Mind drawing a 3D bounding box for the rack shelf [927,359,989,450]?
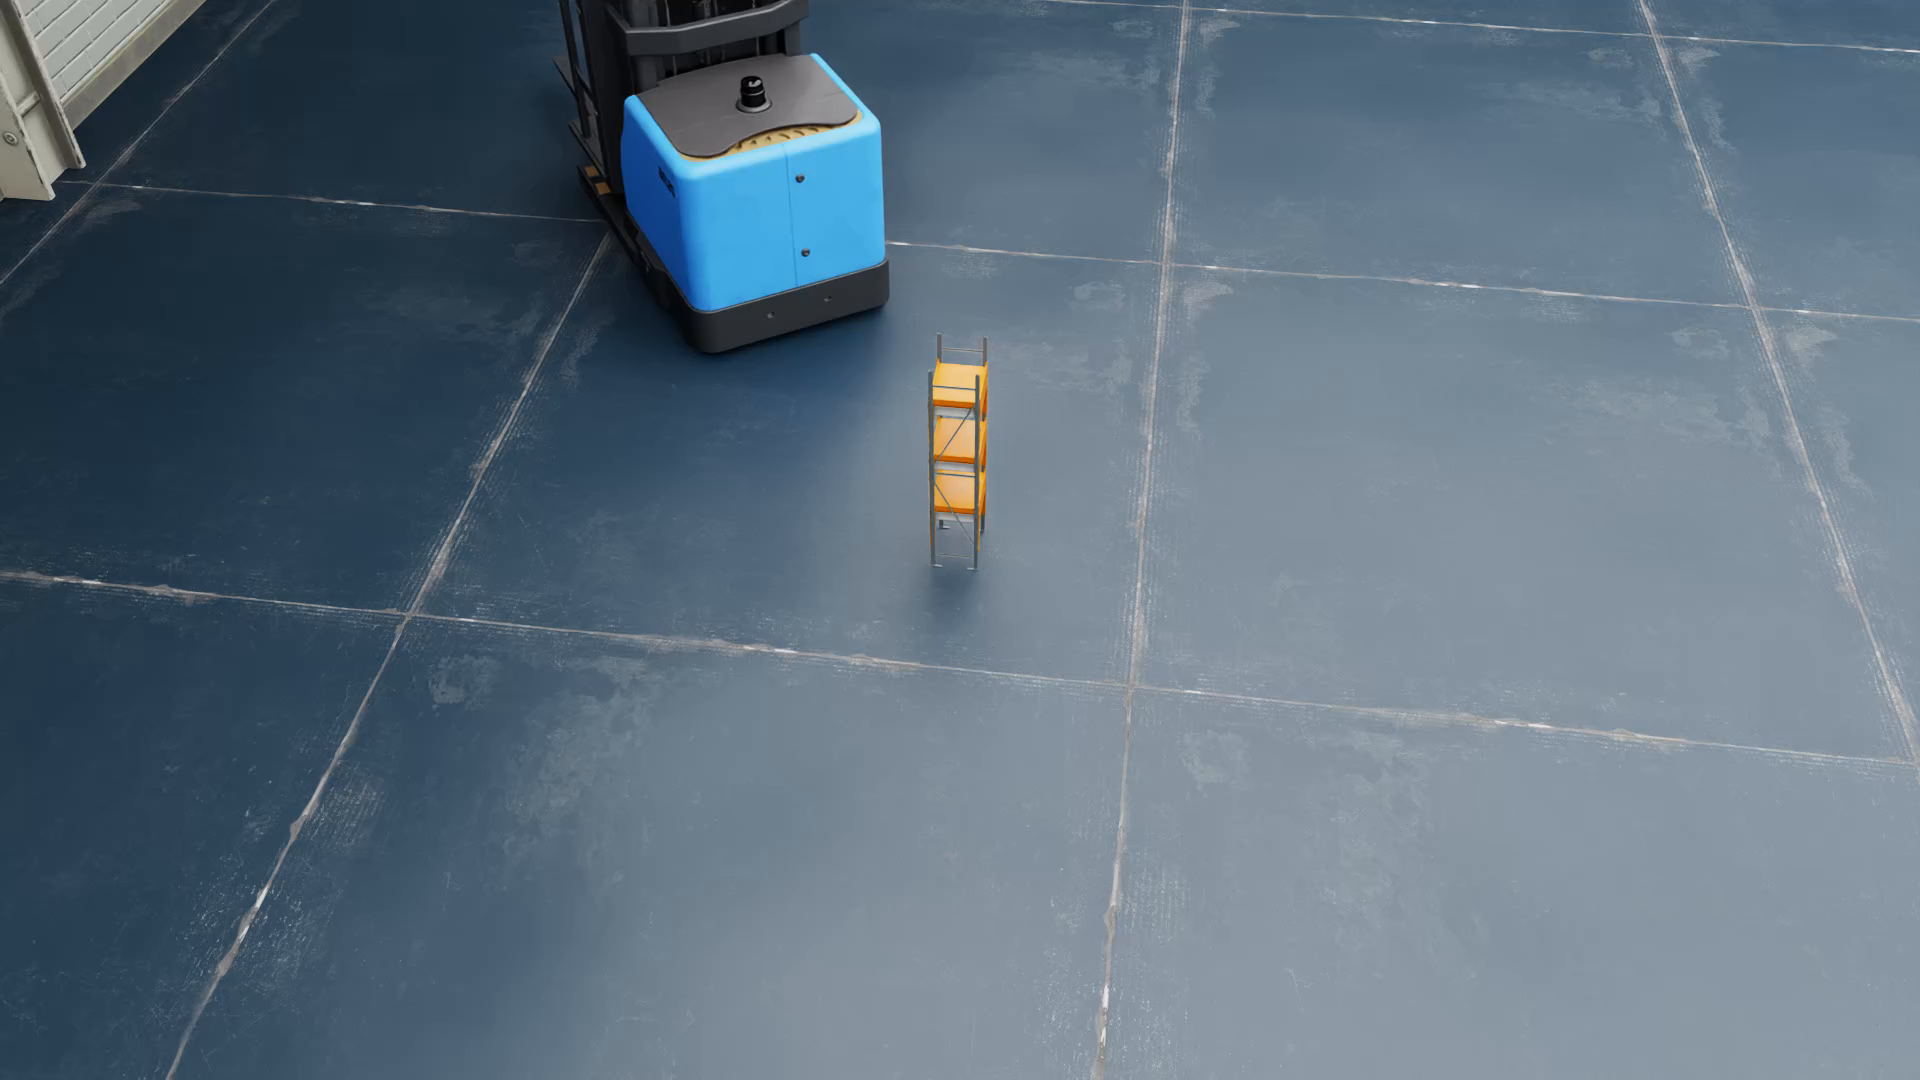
[{"bbox_3d":[-0.007,-0.543,6.663,0.215,0.259,0.240,5,44,6],"label":"rack shelf"}]

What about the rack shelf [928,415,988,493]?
[{"bbox_3d":[-0.007,-0.337,6.858,0.215,0.259,0.240,5,44,6],"label":"rack shelf"}]

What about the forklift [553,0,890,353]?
[{"bbox_3d":[-1.468,-2.991,8.277,1.130,2.935,3.031,-19,47,-19],"label":"forklift"}]

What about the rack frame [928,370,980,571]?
[{"bbox_3d":[-0.023,-0.262,6.763,0.200,1.050,0.008,5,44,6],"label":"rack frame"}]

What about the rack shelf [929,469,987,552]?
[{"bbox_3d":[-0.007,-0.135,7.049,0.215,0.259,0.240,5,44,6],"label":"rack shelf"}]

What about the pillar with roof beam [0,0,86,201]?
[{"bbox_3d":[-0.914,-4.912,5.892,9.100,9.000,0.400,5,44,6],"label":"pillar with roof beam"}]

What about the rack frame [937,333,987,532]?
[{"bbox_3d":[0.009,-0.428,6.938,0.200,1.050,0.008,5,44,6],"label":"rack frame"}]

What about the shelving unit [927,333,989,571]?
[{"bbox_3d":[-0.007,-0.345,6.851,0.215,1.050,0.252,5,44,6],"label":"shelving unit"}]
